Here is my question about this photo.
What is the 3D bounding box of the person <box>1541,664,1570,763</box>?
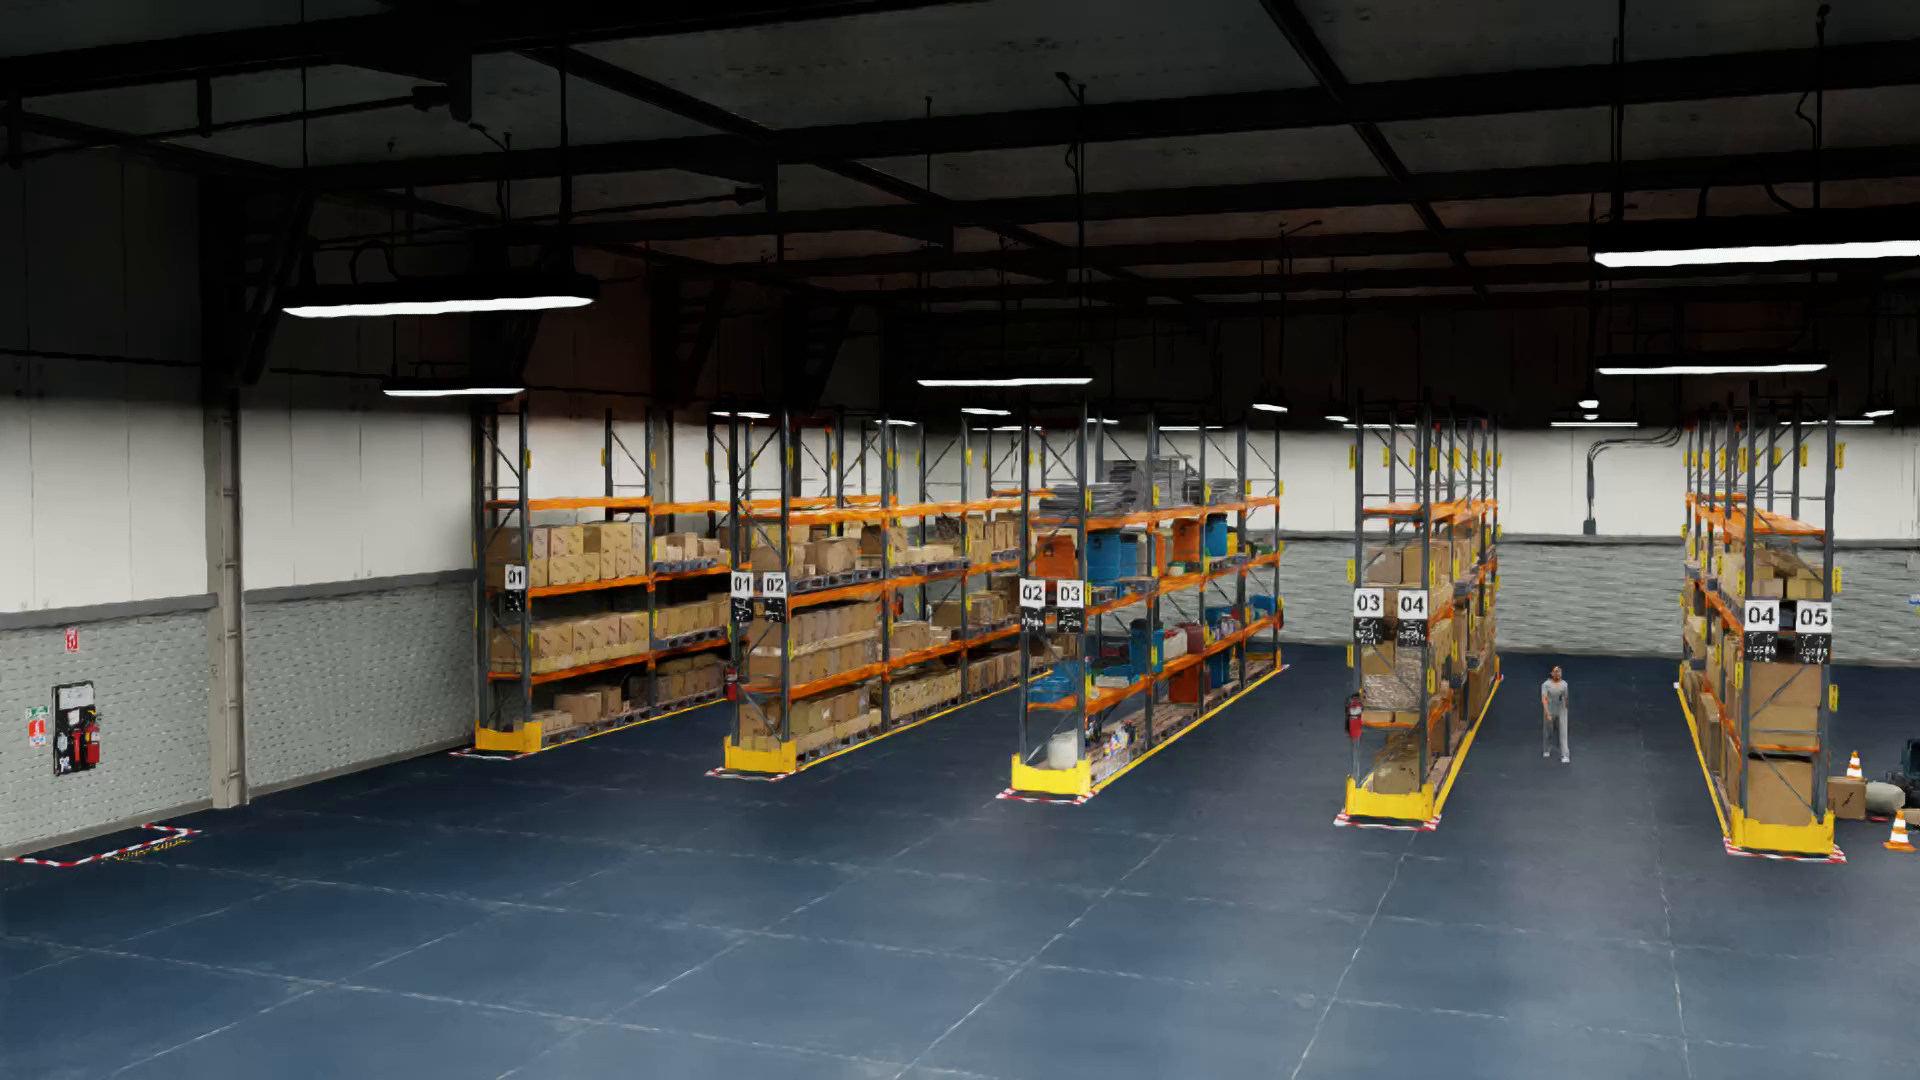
[{"bbox_3d":[9.836,2.846,27.501,0.444,1.604,1.016,1,3,13],"label":"person"}]

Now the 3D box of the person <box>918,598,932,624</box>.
[{"bbox_3d":[-0.855,2.181,42.003,0.432,1.539,0.947,1,3,20],"label":"person"}]
